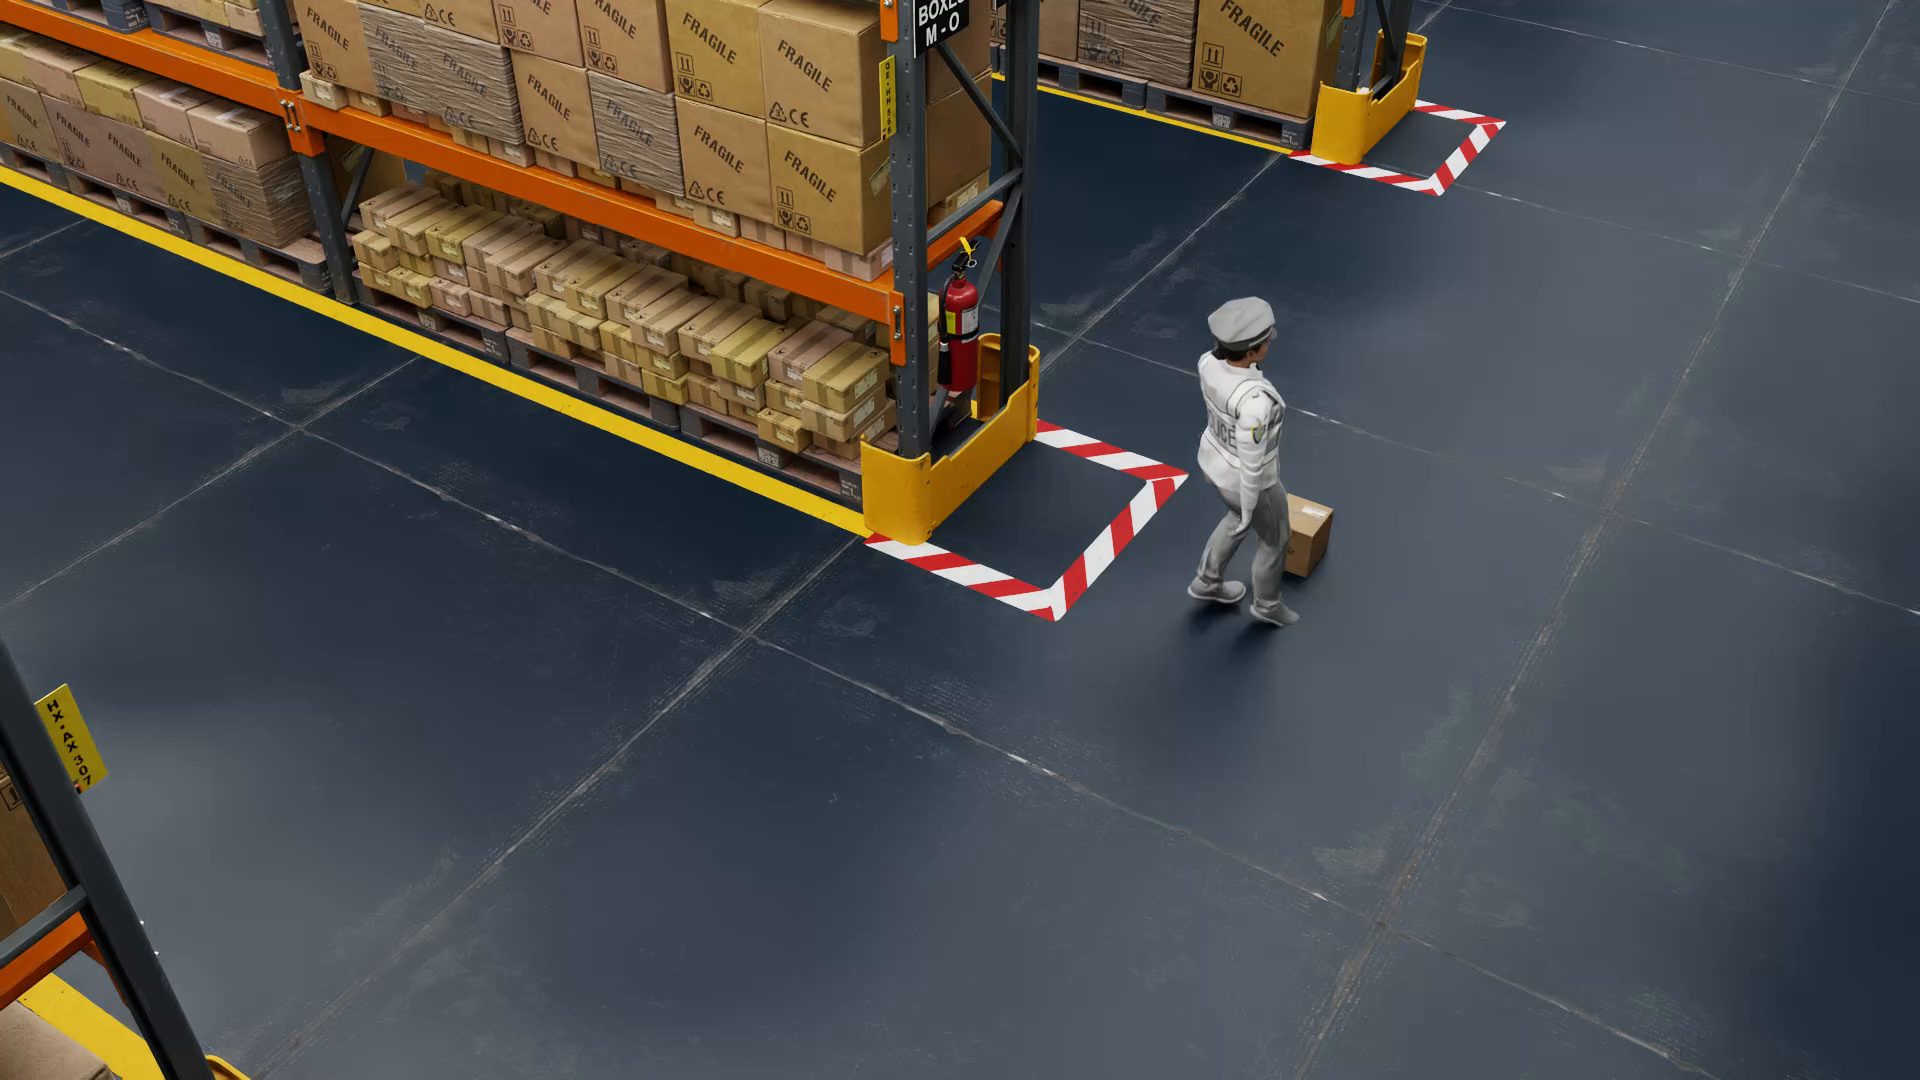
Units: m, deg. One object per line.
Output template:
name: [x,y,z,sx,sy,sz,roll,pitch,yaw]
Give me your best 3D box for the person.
person: [1.247,-0.283,7.057,0.602,1.741,0.536,-15,41,-18]
